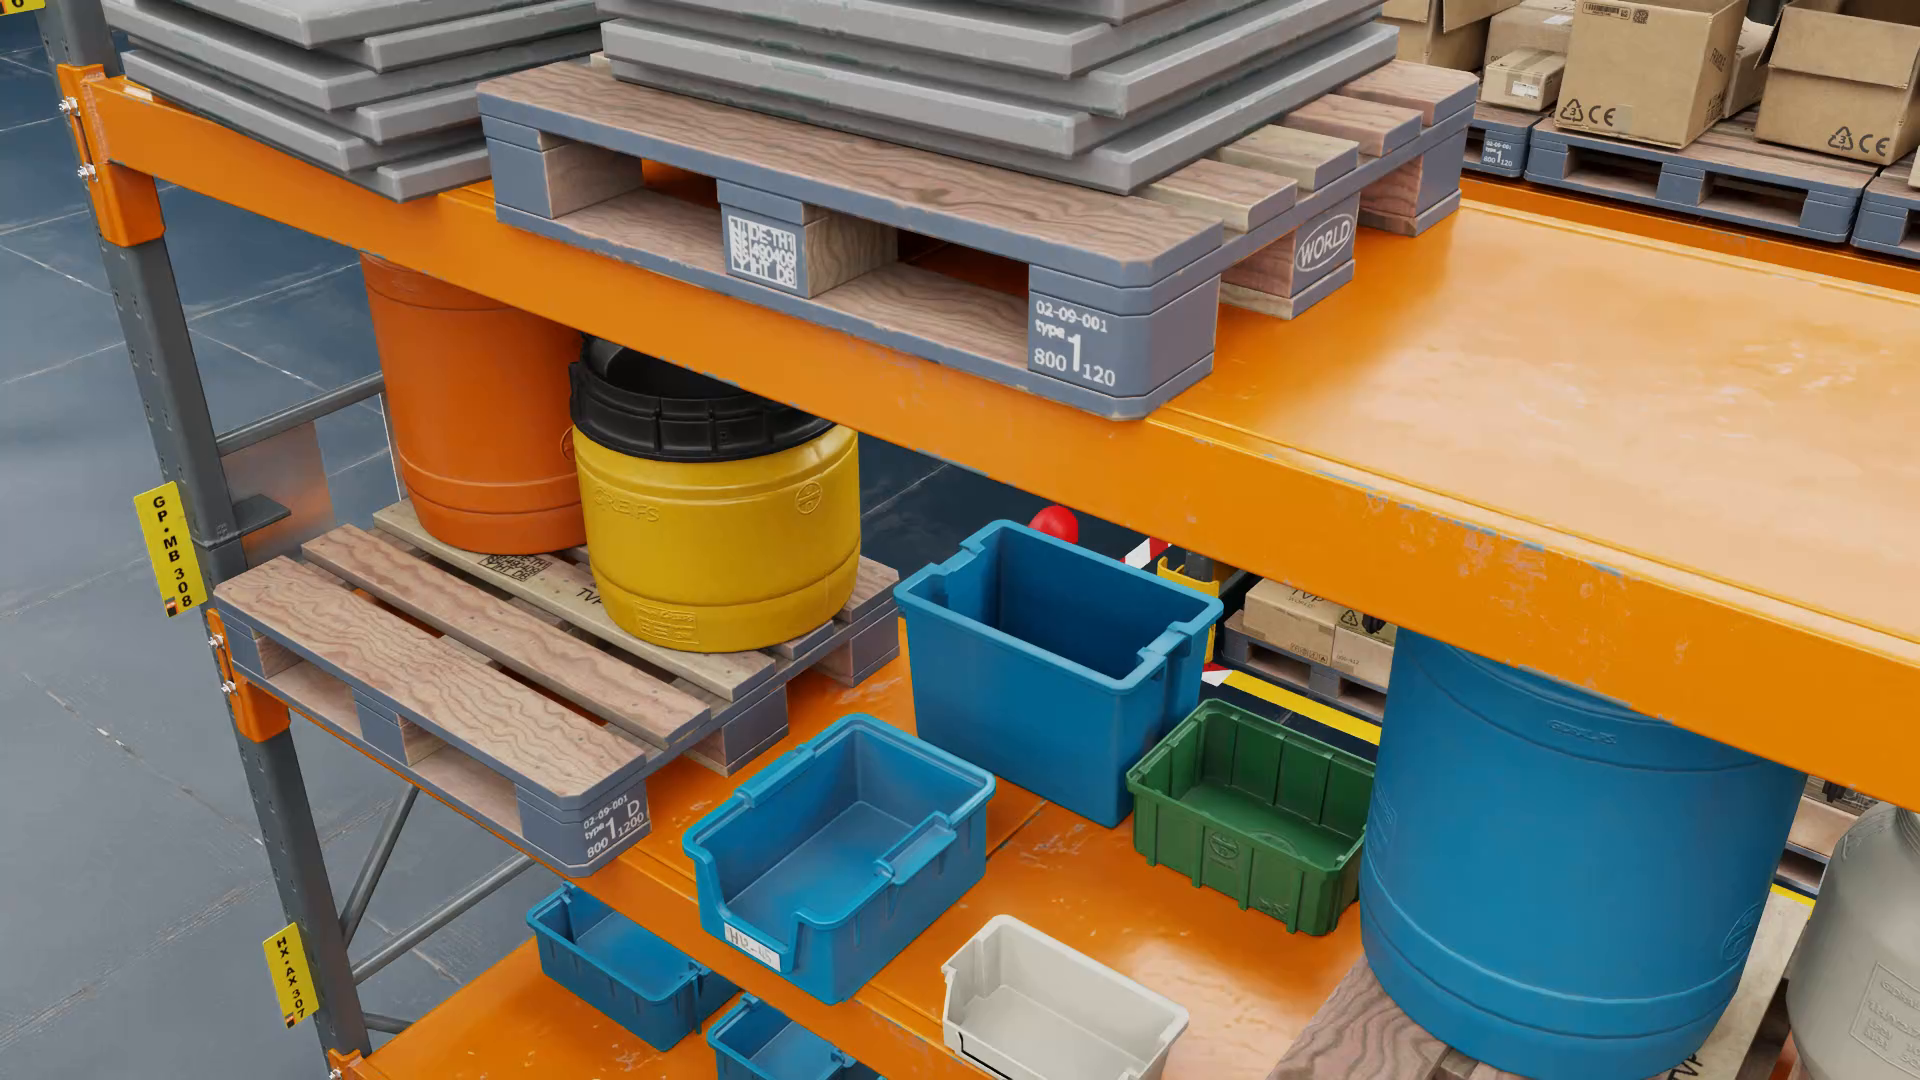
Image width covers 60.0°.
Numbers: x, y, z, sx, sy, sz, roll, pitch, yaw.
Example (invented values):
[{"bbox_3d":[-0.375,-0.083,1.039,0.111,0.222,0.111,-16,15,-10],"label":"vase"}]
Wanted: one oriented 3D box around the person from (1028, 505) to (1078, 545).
[{"bbox_3d":[0.377,0.609,7.047,0.610,1.777,0.452,19,36,29],"label":"person"}]
